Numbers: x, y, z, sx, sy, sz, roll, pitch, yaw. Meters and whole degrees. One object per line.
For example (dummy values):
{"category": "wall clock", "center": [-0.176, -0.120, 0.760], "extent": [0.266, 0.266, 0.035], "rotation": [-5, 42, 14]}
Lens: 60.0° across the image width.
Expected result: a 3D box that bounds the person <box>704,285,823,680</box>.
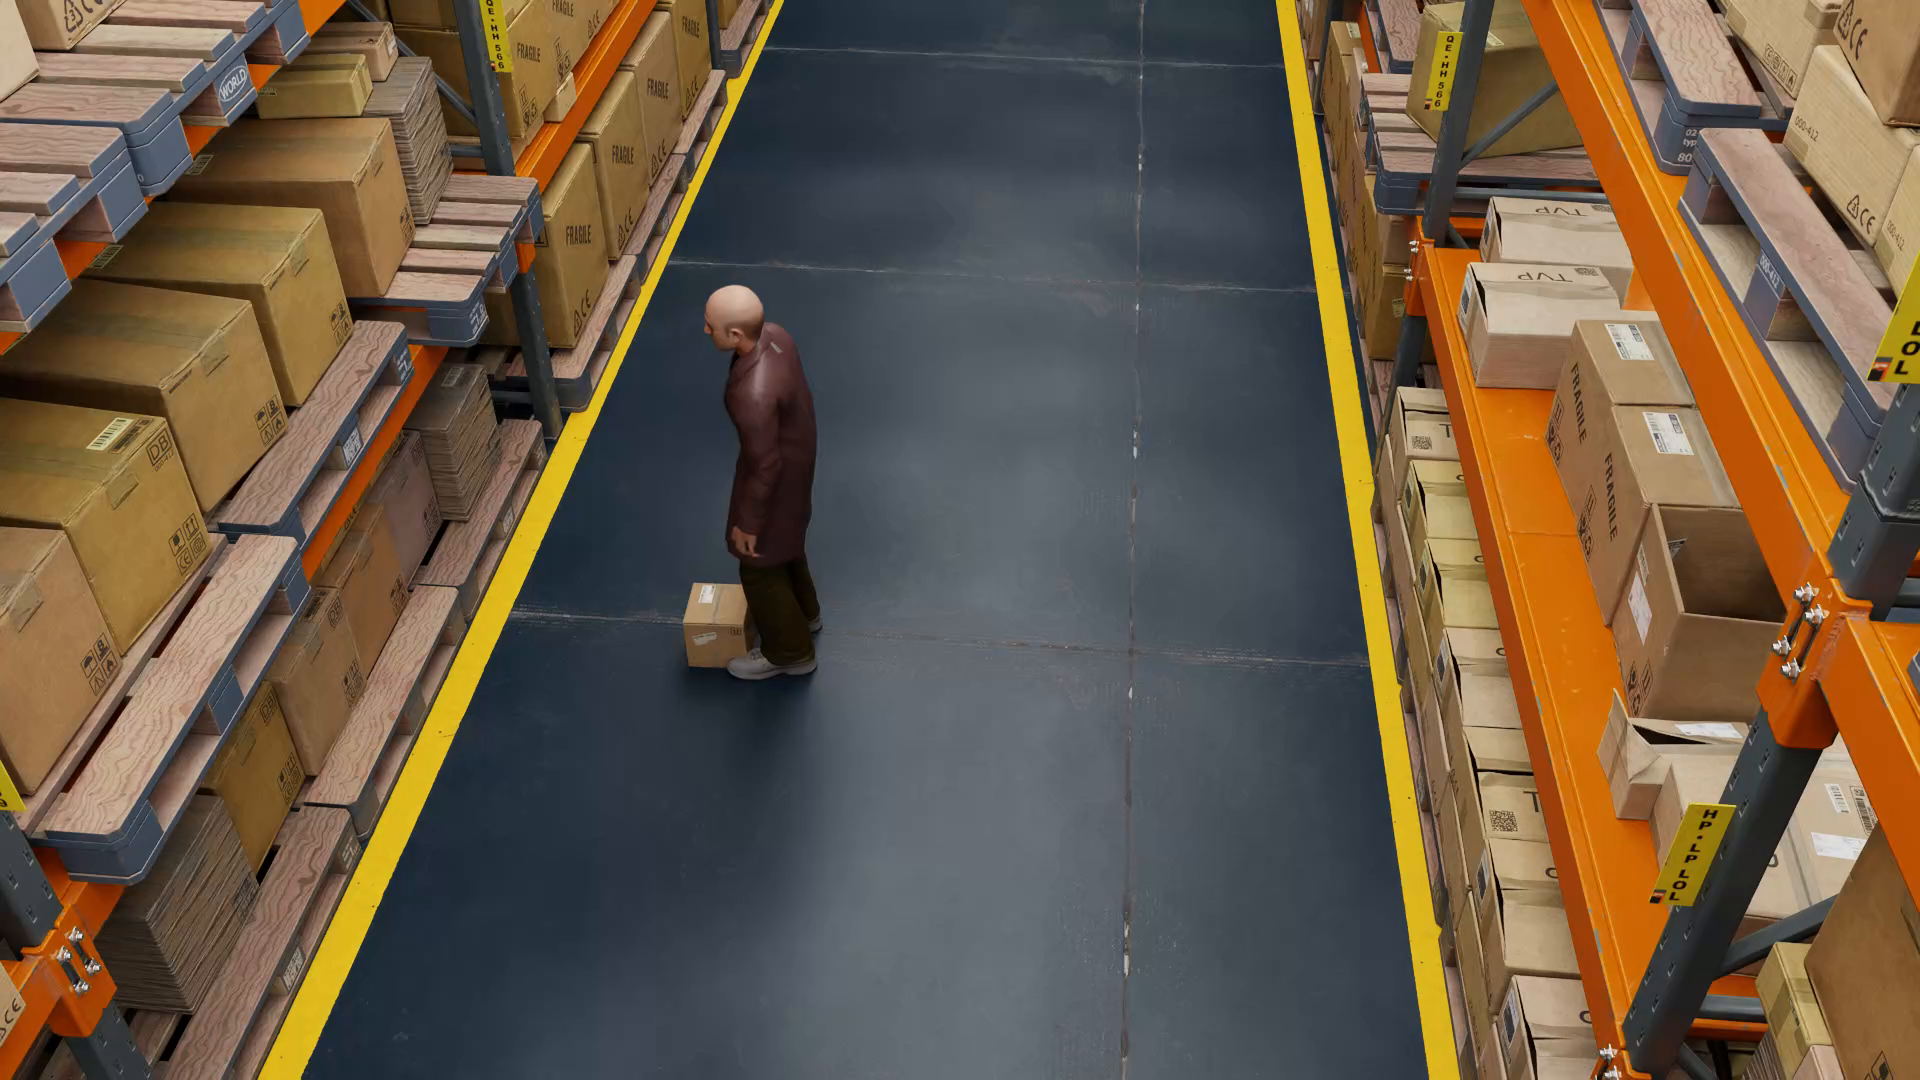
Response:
{"category": "person", "center": [-0.752, -0.212, 6.424], "extent": [0.419, 1.774, 0.655], "rotation": [2, 40, 2]}
